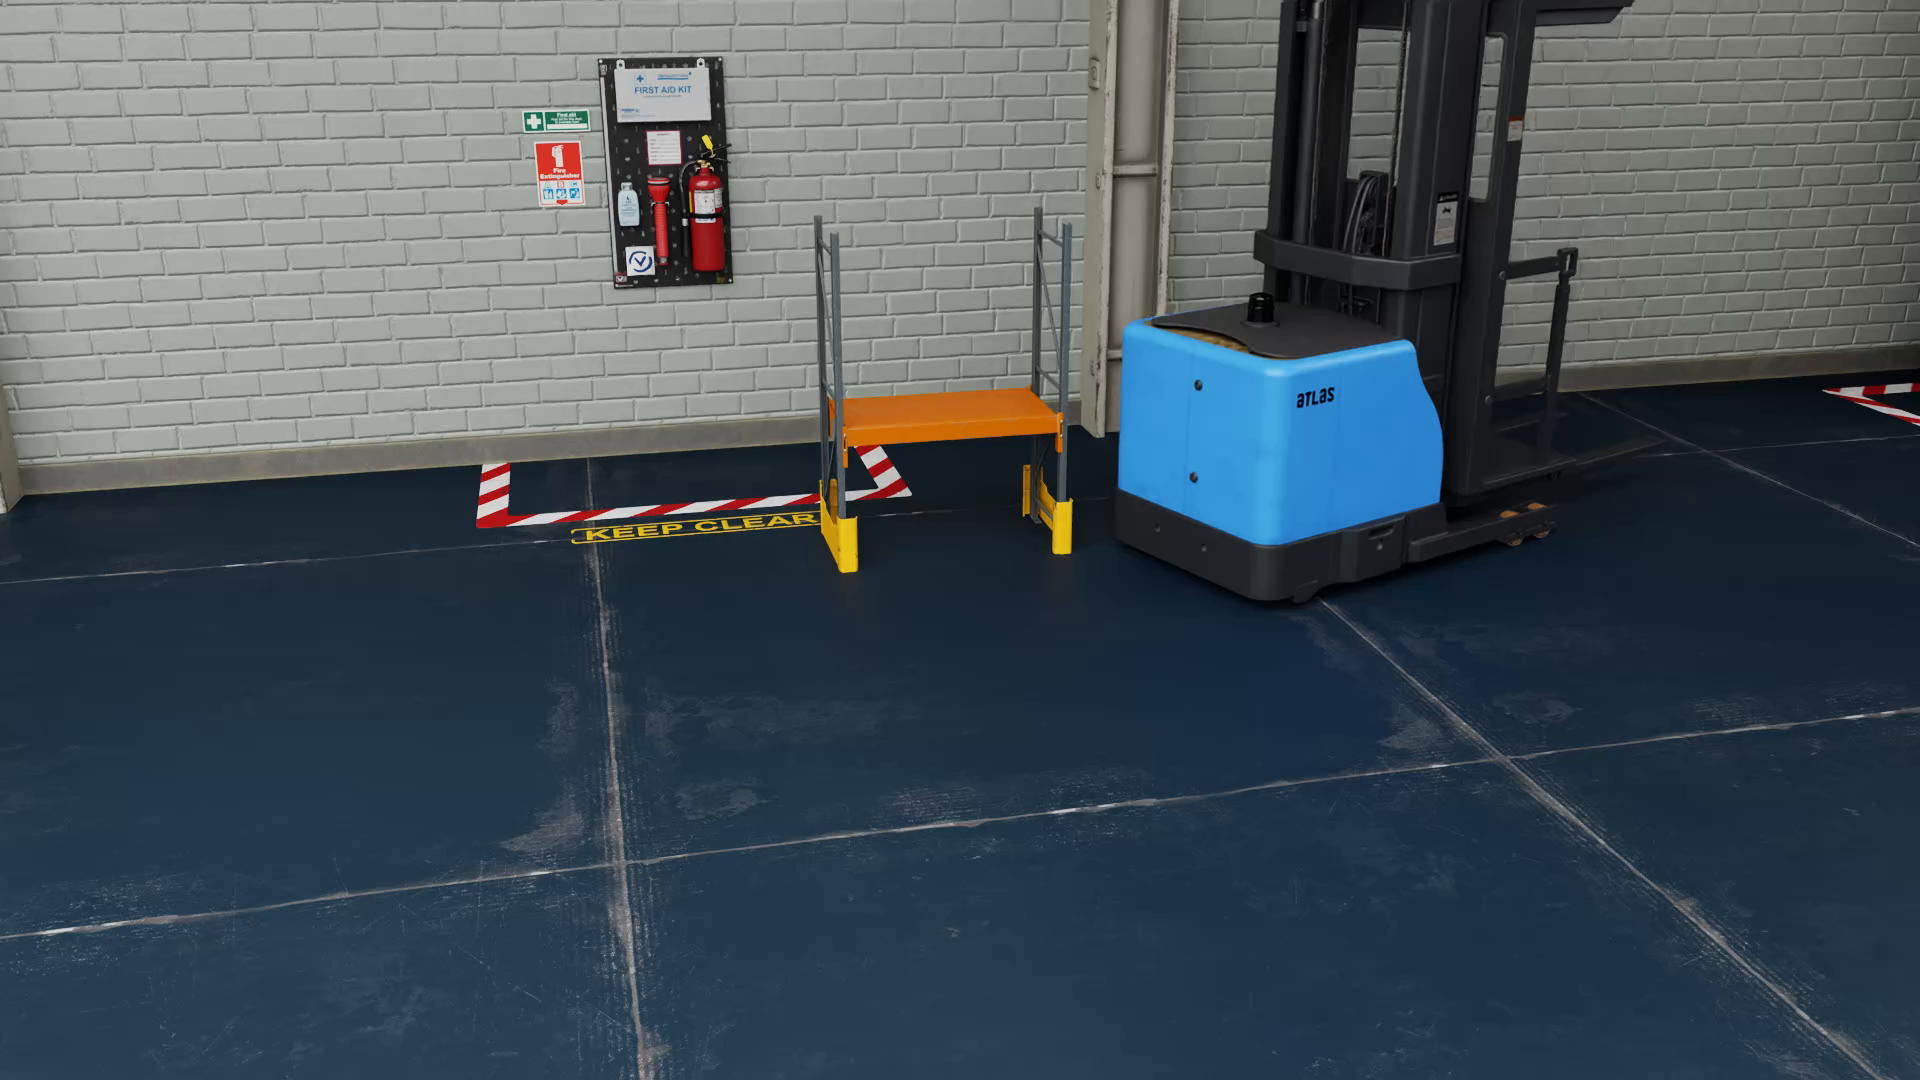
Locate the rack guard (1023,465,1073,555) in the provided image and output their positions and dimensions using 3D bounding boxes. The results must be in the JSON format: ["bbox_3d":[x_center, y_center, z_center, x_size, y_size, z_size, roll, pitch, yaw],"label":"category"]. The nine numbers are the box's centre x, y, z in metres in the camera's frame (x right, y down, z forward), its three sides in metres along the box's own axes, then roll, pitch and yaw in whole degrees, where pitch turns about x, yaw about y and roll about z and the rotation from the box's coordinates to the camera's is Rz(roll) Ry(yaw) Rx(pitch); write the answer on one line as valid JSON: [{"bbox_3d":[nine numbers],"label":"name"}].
[{"bbox_3d":[0.410,-0.151,7.863,0.087,0.250,0.587,-5,21,-12],"label":"rack guard"}]

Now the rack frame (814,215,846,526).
[{"bbox_3d":[-0.578,-0.657,7.428,0.032,1.500,0.500,-5,21,-12],"label":"rack frame"}]

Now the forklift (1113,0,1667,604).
[{"bbox_3d":[2.207,-1.483,7.601,3.031,2.935,1.130,-13,24,-32],"label":"forklift"}]

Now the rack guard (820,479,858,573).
[{"bbox_3d":[-0.559,-0.072,7.648,0.087,0.250,0.587,-5,21,-12],"label":"rack guard"}]

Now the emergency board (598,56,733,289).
[{"bbox_3d":[-1.491,-1.871,8.562,0.643,1.169,0.194,-5,21,-12],"label":"emergency board"}]

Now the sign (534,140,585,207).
[{"bbox_3d":[-2.053,-1.879,8.531,0.234,0.329,0.001,-5,21,-12],"label":"sign"}]

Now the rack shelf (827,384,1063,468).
[{"bbox_3d":[-0.083,-0.529,7.600,1.000,0.185,0.538,-5,21,-12],"label":"rack shelf"}]

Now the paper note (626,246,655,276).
[{"bbox_3d":[-1.680,-1.467,8.739,0.142,0.148,0.016,-5,21,-12],"label":"paper note"}]

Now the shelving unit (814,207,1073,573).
[{"bbox_3d":[-0.074,-0.698,7.540,1.083,1.500,0.587,-5,21,-12],"label":"shelving unit"}]

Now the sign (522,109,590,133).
[{"bbox_3d":[-2.047,-2.125,8.433,0.331,0.109,0.001,-5,21,-12],"label":"sign"}]

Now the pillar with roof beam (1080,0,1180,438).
[{"bbox_3d":[1.913,-3.430,4.096,0.400,9.000,9.100,-5,21,-12],"label":"pillar with roof beam"}]

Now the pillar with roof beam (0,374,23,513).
[{"bbox_3d":[-3.926,-2.955,2.799,0.400,9.000,9.100,-5,21,-12],"label":"pillar with roof beam"}]

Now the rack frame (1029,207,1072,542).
[{"bbox_3d":[0.412,-0.738,7.648,0.032,1.500,0.500,-5,21,-12],"label":"rack frame"}]
